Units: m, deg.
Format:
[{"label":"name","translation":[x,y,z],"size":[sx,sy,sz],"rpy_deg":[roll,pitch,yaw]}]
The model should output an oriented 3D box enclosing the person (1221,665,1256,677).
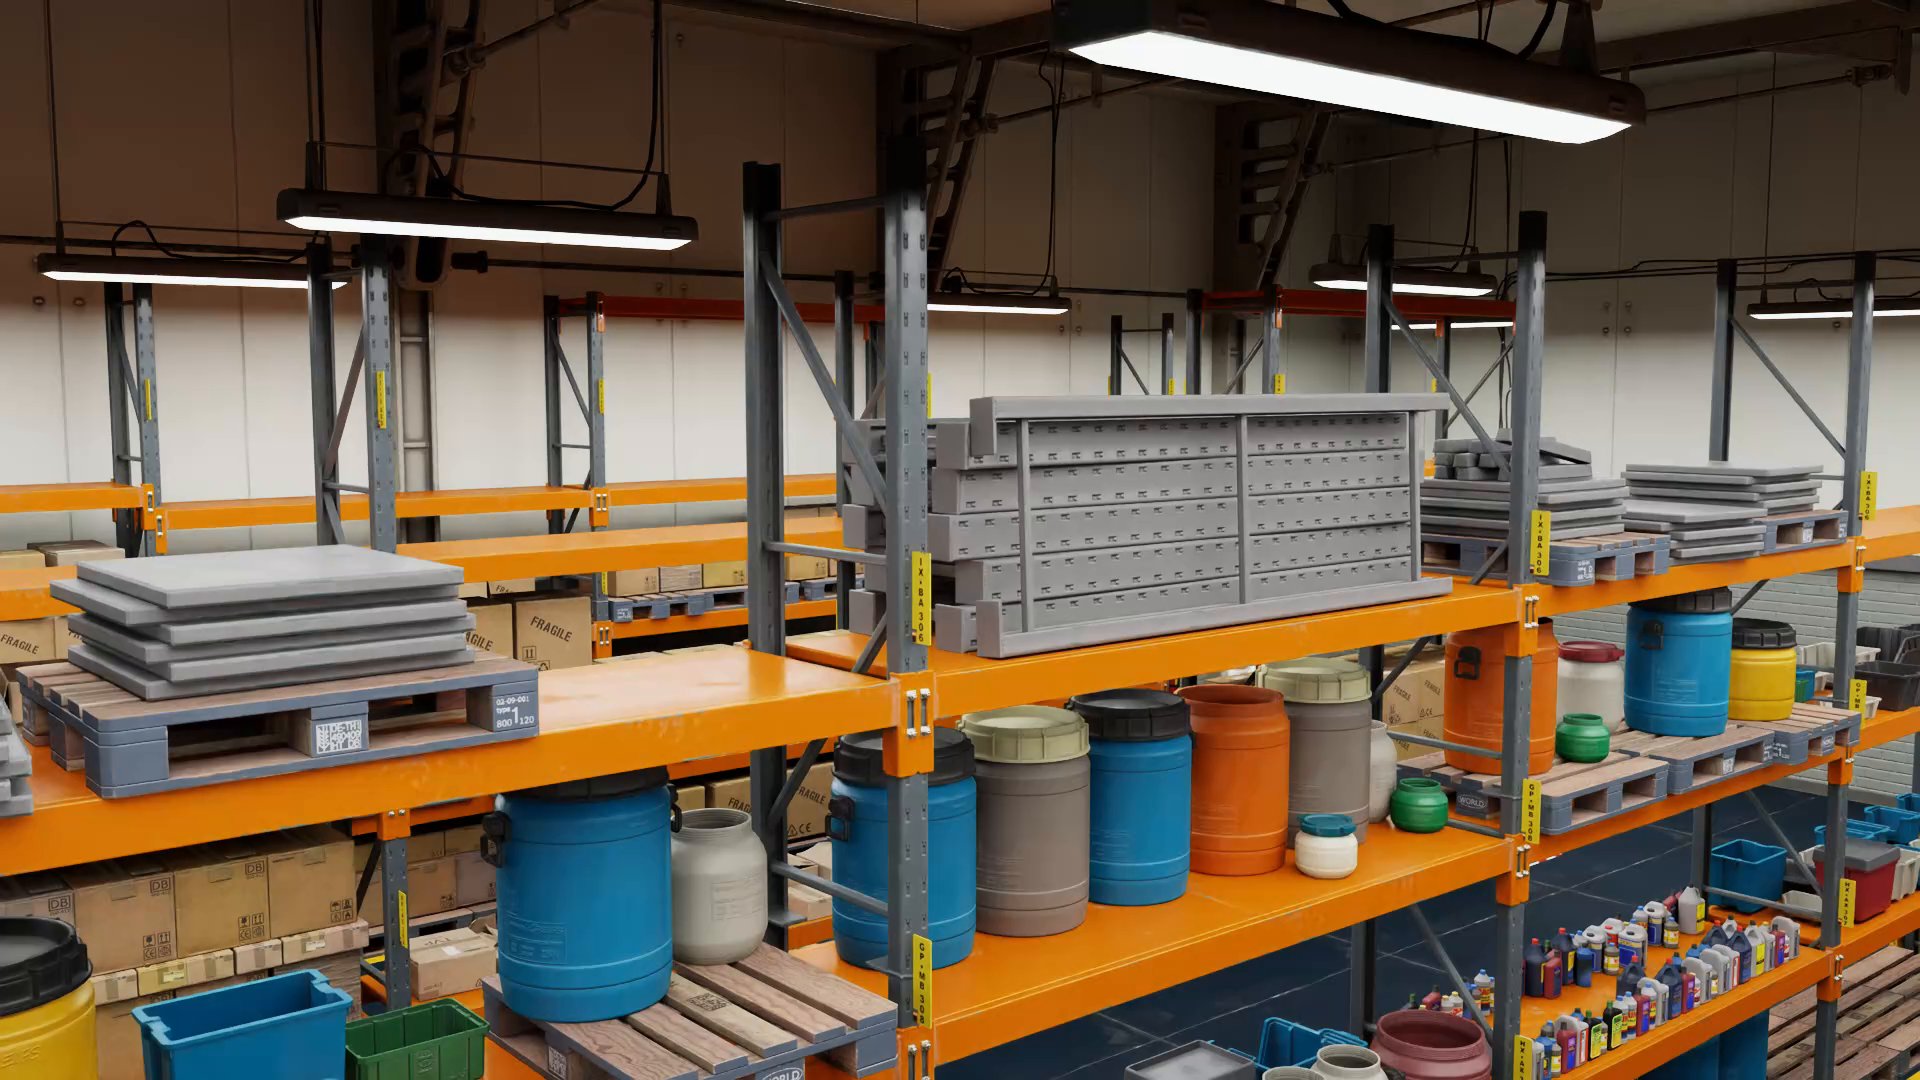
[{"label":"person","translation":[3.661,2.214,21.696],"size":[0.584,1.763,0.698],"rpy_deg":[-1,6,-15]}]
